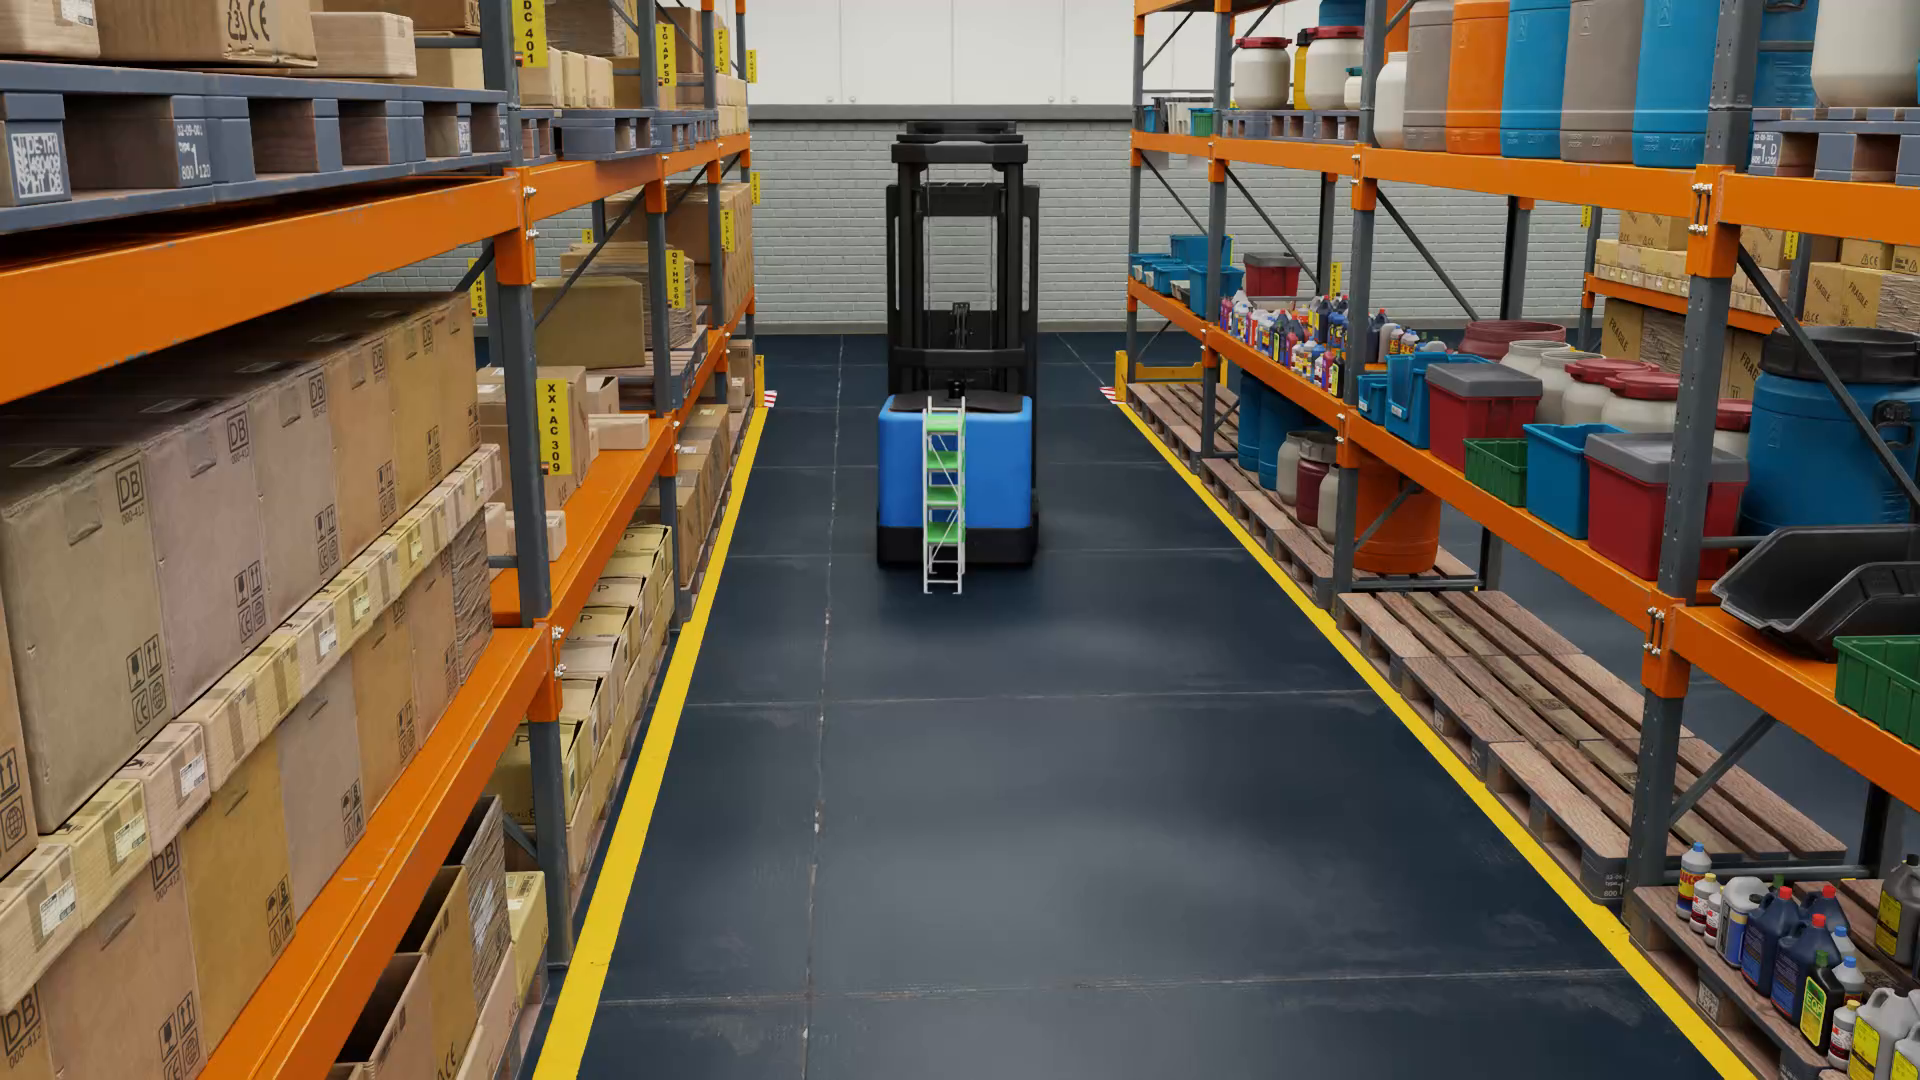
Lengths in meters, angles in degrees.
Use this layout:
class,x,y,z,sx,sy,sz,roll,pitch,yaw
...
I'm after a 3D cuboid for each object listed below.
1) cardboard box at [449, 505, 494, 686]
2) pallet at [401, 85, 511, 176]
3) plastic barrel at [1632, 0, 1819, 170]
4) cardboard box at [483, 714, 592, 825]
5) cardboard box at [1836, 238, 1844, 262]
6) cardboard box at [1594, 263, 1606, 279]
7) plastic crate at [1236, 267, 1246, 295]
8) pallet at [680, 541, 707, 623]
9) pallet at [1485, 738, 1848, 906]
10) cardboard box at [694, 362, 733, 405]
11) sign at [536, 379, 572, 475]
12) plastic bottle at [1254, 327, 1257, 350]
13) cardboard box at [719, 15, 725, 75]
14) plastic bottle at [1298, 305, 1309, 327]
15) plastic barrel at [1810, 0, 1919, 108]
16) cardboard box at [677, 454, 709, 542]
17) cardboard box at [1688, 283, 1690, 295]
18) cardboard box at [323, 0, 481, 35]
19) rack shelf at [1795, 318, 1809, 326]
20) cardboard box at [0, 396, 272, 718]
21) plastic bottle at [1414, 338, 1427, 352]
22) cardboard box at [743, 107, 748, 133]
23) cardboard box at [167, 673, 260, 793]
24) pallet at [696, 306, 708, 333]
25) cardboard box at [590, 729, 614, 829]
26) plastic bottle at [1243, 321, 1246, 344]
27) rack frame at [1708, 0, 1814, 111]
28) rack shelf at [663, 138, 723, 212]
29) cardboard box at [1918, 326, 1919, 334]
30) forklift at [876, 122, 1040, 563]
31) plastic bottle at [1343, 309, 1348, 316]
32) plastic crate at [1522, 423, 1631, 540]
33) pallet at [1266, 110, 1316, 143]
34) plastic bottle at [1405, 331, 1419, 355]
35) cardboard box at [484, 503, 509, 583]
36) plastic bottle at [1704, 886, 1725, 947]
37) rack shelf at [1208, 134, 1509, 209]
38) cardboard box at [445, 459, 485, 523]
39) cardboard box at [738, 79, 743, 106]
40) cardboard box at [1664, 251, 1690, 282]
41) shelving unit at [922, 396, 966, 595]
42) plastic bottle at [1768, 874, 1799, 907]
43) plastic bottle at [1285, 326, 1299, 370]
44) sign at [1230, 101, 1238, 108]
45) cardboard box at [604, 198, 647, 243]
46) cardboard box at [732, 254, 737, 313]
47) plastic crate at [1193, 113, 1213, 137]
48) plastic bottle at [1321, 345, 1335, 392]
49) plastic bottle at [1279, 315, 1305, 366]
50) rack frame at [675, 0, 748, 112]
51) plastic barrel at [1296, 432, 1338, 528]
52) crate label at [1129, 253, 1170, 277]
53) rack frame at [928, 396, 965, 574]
class,x,y,z,sx,sy,sz,roll,pitch,yaw
cardboard box,-1.883,0.150,5.224,0.700,0.500,0.500,-1,14,-5
pallet,-1.838,-1.110,4.479,1.003,0.211,1.213,-1,14,-3
plastic barrel,2.779,-1.806,6.001,0.600,0.901,0.708,-1,14,-3
cardboard box,-1.694,0.838,6.300,0.500,0.311,0.500,-1,14,-3
cardboard box,7.701,-2.611,14.355,0.500,0.500,0.500,-1,14,-3
cardboard box,6.920,-2.833,17.523,0.380,0.149,0.250,-1,14,-3
plastic crate,2.621,-2.332,15.186,0.437,0.282,0.530,-1,14,-3
pallet,-2.173,0.257,10.603,1.003,0.211,1.213,-1,14,-3
pallet,2.940,1.168,7.063,1.003,0.211,1.213,-1,14,-3
cardboard box,-2.534,-1.373,15.470,0.797,0.503,0.637,-1,14,-3
sign,-1.363,-0.379,5.582,0.100,0.325,0.005,-1,14,-3
plastic bottle,2.218,-1.500,12.237,0.097,0.201,0.097,0,14,0
cardboard box,-2.407,-4.258,14.329,0.700,0.500,0.500,-1,14,-3
plastic bottle,2.756,-1.781,13.329,0.097,0.201,0.097,0,14,0
plastic barrel,2.858,-1.588,5.091,0.421,0.512,0.421,0,14,0
cardboard box,-1.971,-0.282,11.236,0.500,0.500,0.500,-1,14,-4
cardboard box,7.049,-2.322,15.537,0.380,0.149,0.250,-1,14,-4
cardboard box,-1.915,-2.013,5.763,0.500,0.500,0.500,-1,14,-3
rack shelf,7.599,-1.208,12.145,1.077,0.370,4.000,-1,14,-3
cardboard box,-1.758,0.020,3.123,0.700,0.500,0.500,-1,14,-3
plastic bottle,3.006,-1.176,10.836,0.097,0.271,0.097,0,14,0
cardboard box,-2.365,-4.153,16.428,0.500,0.250,0.500,-1,14,-3
cardboard box,-1.544,0.362,3.095,0.380,0.149,0.250,-1,14,-5
pallet,-2.472,-1.608,12.643,1.003,0.211,1.213,-1,14,-3
cardboard box,-1.725,0.985,6.854,0.500,0.250,0.500,-1,14,-2
plastic bottle,2.195,-1.591,12.590,0.097,0.201,0.097,0,14,0
rack frame,3.028,-2.893,5.211,1.000,3.000,0.127,-1,14,-3
rack shelf,-2.288,-2.509,11.180,1.077,0.370,4.000,-1,14,-3
cardboard box,7.354,-1.606,12.048,0.500,0.500,0.500,-1,14,-2
forklift,0.031,-1.576,12.268,1.130,2.935,3.031,1,14,3
plastic bottle,2.933,-1.608,12.505,0.152,0.276,0.135,-1,14,-3
plastic crate,2.649,-0.249,7.008,0.392,0.384,0.575,-1,14,-3
pallet,2.751,-2.863,11.493,1.003,0.211,1.213,-1,14,-3
plastic bottle,3.044,-1.268,11.192,0.097,0.271,0.097,0,14,0
cardboard box,-1.991,0.039,6.157,0.500,0.250,0.500,0,14,0
plastic bottle,2.622,1.291,5.722,0.097,0.201,0.097,0,14,0
rack shelf,2.656,-2.584,11.474,1.077,0.370,4.000,-1,14,-3
cardboard box,-1.673,-0.149,5.083,0.380,0.149,0.250,-1,14,-5
cardboard box,-2.342,-4.270,15.882,0.500,0.250,0.500,-1,14,-3
cardboard box,7.092,-2.613,15.864,0.500,0.250,0.500,-1,14,-5
shelving unit,-0.100,-0.295,10.764,0.258,1.200,0.503,1,14,3
plastic bottle,2.763,1.279,5.604,0.061,0.283,0.133,-1,14,-3
plastic bottle,2.258,-1.304,11.310,0.061,0.283,0.133,-1,14,-3
sign,2.832,-4.387,17.246,0.100,0.325,0.005,-1,14,-3
cardboard box,-2.702,-2.556,13.734,0.500,0.500,0.500,-1,14,-3
cardboard box,-2.207,-2.208,14.389,0.500,0.500,0.500,-1,14,-2
plastic crate,2.204,-3.428,13.735,0.450,0.188,0.662,-1,14,-3
plastic bottle,2.315,-1.077,10.428,0.061,0.283,0.133,-1,14,-3
plastic bottle,2.290,-1.377,11.458,0.144,0.351,0.185,-1,14,-3
rack frame,-2.660,-5.802,16.517,1.000,3.000,0.127,-1,14,-3
plastic barrel,2.662,-0.420,11.637,0.600,0.588,0.708,-1,14,-3
crate label,1.971,-2.854,17.313,0.416,0.233,0.303,-1,14,-3
rack frame,-0.088,-0.356,11.000,0.240,1.200,0.015,1,14,3
